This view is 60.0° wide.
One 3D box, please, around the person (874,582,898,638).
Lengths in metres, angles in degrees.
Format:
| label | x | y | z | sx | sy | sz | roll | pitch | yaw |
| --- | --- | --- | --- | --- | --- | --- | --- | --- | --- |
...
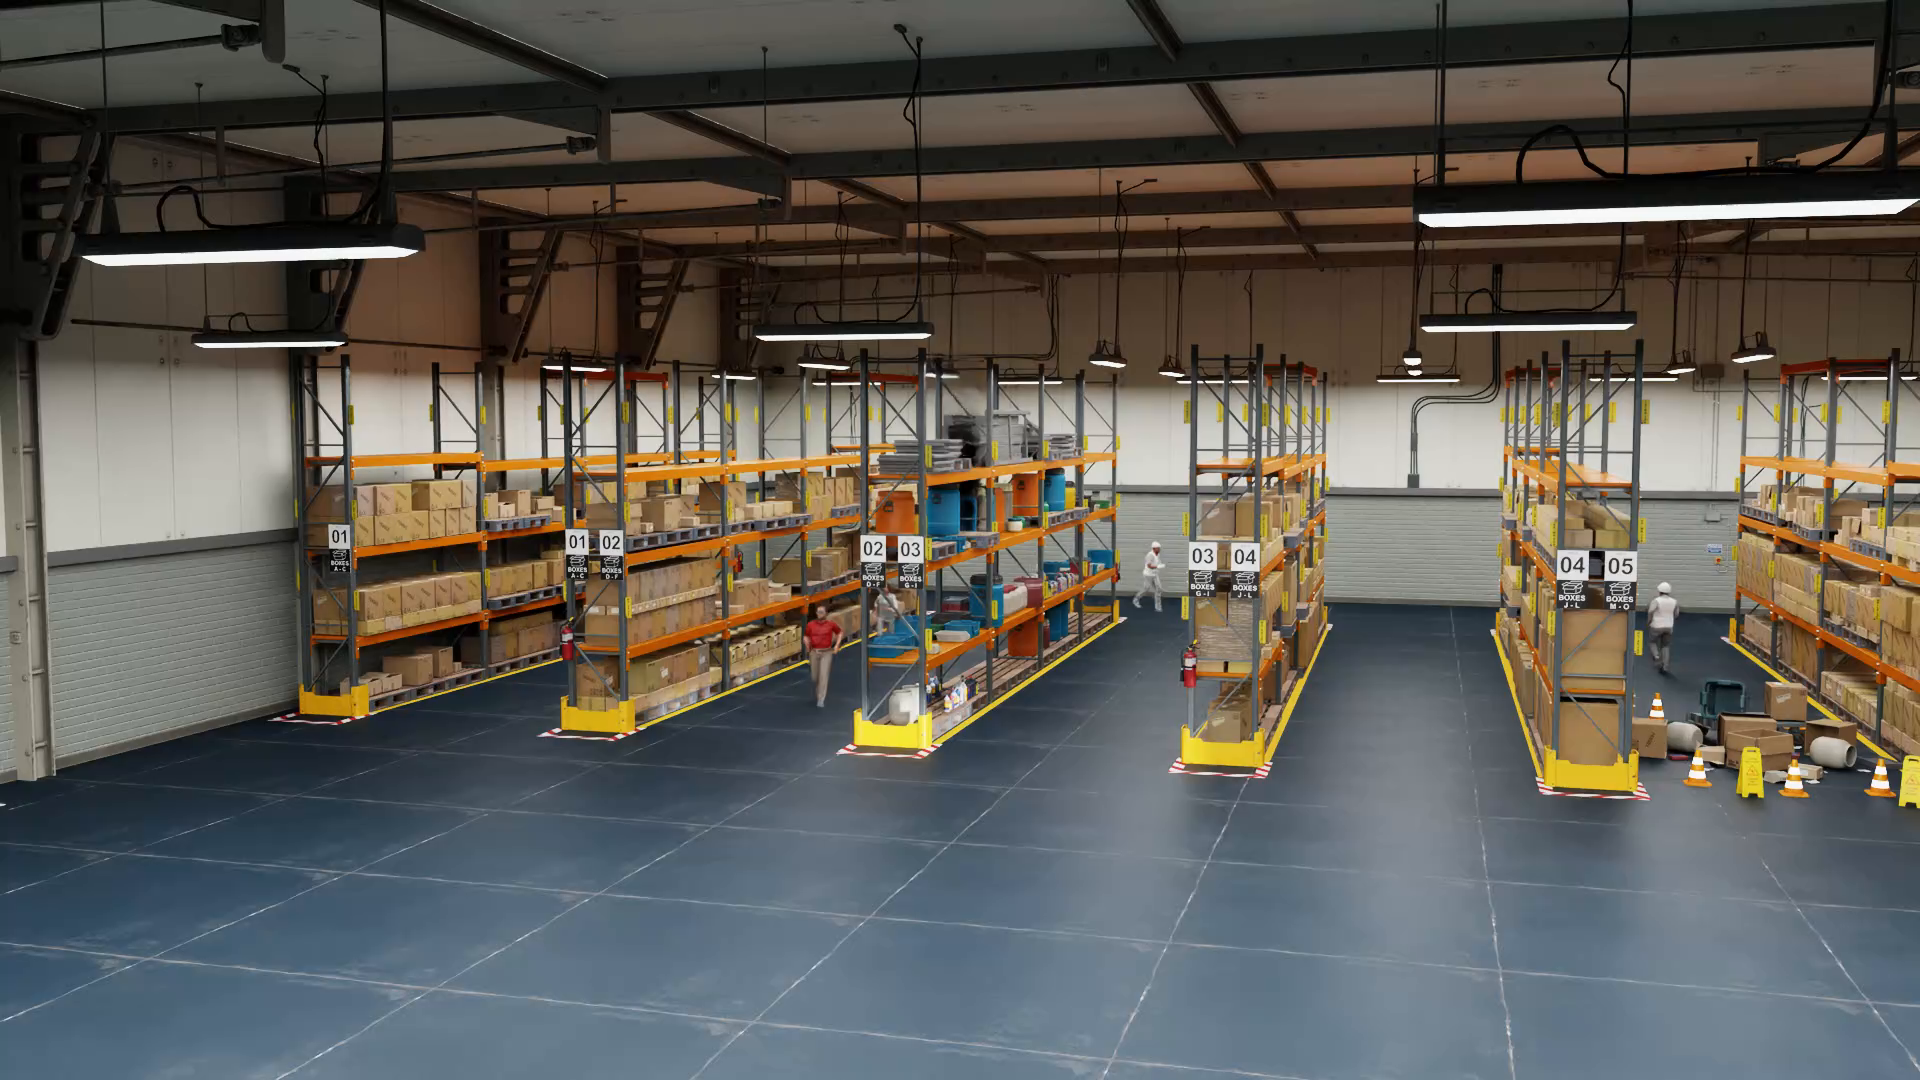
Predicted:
| label | x | y | z | sx | sy | sz | roll | pitch | yaw |
| --- | --- | --- | --- | --- | --- | --- | --- | --- | --- |
| person | -1.507 | 1.667 | 33.743 | 0.510 | 1.642 | 0.733 | 0 | 4 | 6 |

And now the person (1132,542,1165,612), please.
| label | x | y | z | sx | sy | sz | roll | pitch | yaw |
| --- | --- | --- | --- | --- | --- | --- | --- | --- | --- |
| person | 4.835 | 0.958 | 42.472 | 0.942 | 1.836 | 0.693 | 2 | 5 | 29 |

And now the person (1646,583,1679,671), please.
| label | x | y | z | sx | sy | sz | roll | pitch | yaw |
| --- | --- | --- | --- | --- | --- | --- | --- | --- | --- |
| person | 13.716 | 1.687 | 32.564 | 0.643 | 1.732 | 0.603 | 0 | 4 | 4 |

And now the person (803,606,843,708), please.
| label | x | y | z | sx | sy | sz | roll | pitch | yaw |
| --- | --- | --- | --- | --- | --- | --- | --- | --- | --- |
| person | -2.388 | 2.003 | 28.867 | 0.677 | 1.696 | 0.895 | 0 | 4 | 5 |

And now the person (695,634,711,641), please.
| label | x | y | z | sx | sy | sz | roll | pitch | yaw |
| --- | --- | --- | --- | --- | --- | --- | --- | --- | --- |
| person | -5.436 | 1.497 | 34.978 | 0.678 | 1.745 | 0.808 | 1 | 4 | 8 |
